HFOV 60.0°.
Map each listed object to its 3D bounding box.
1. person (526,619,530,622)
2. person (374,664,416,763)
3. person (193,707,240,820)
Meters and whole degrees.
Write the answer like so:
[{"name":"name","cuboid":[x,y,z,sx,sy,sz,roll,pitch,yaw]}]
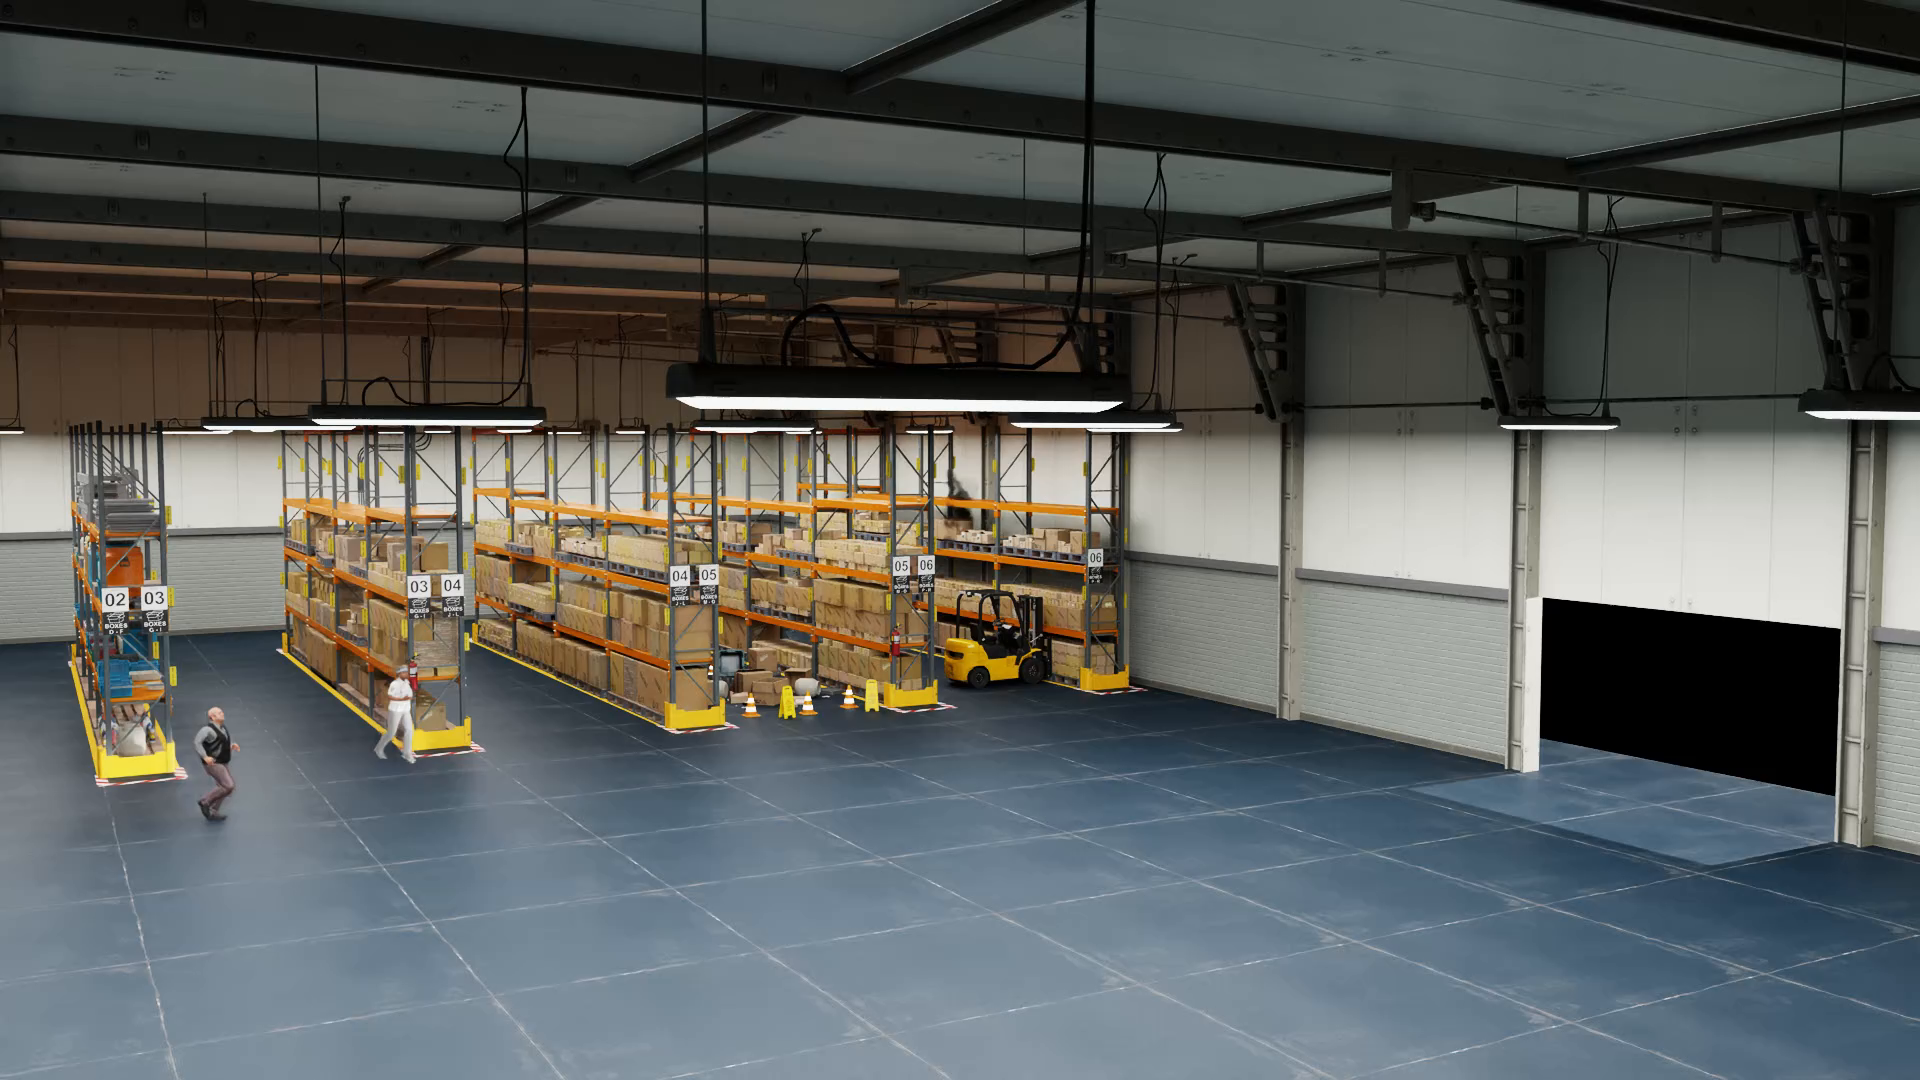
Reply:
[{"name":"person","cuboid":[-12.447,1.929,48.644,0.848,1.618,0.547,-2,4,-27]},{"name":"person","cuboid":[-9.916,3.059,29.417,0.804,1.732,0.588,2,4,24]},{"name":"person","cuboid":[-11.045,3.340,24.801,0.542,1.694,0.703,0,4,1]}]
